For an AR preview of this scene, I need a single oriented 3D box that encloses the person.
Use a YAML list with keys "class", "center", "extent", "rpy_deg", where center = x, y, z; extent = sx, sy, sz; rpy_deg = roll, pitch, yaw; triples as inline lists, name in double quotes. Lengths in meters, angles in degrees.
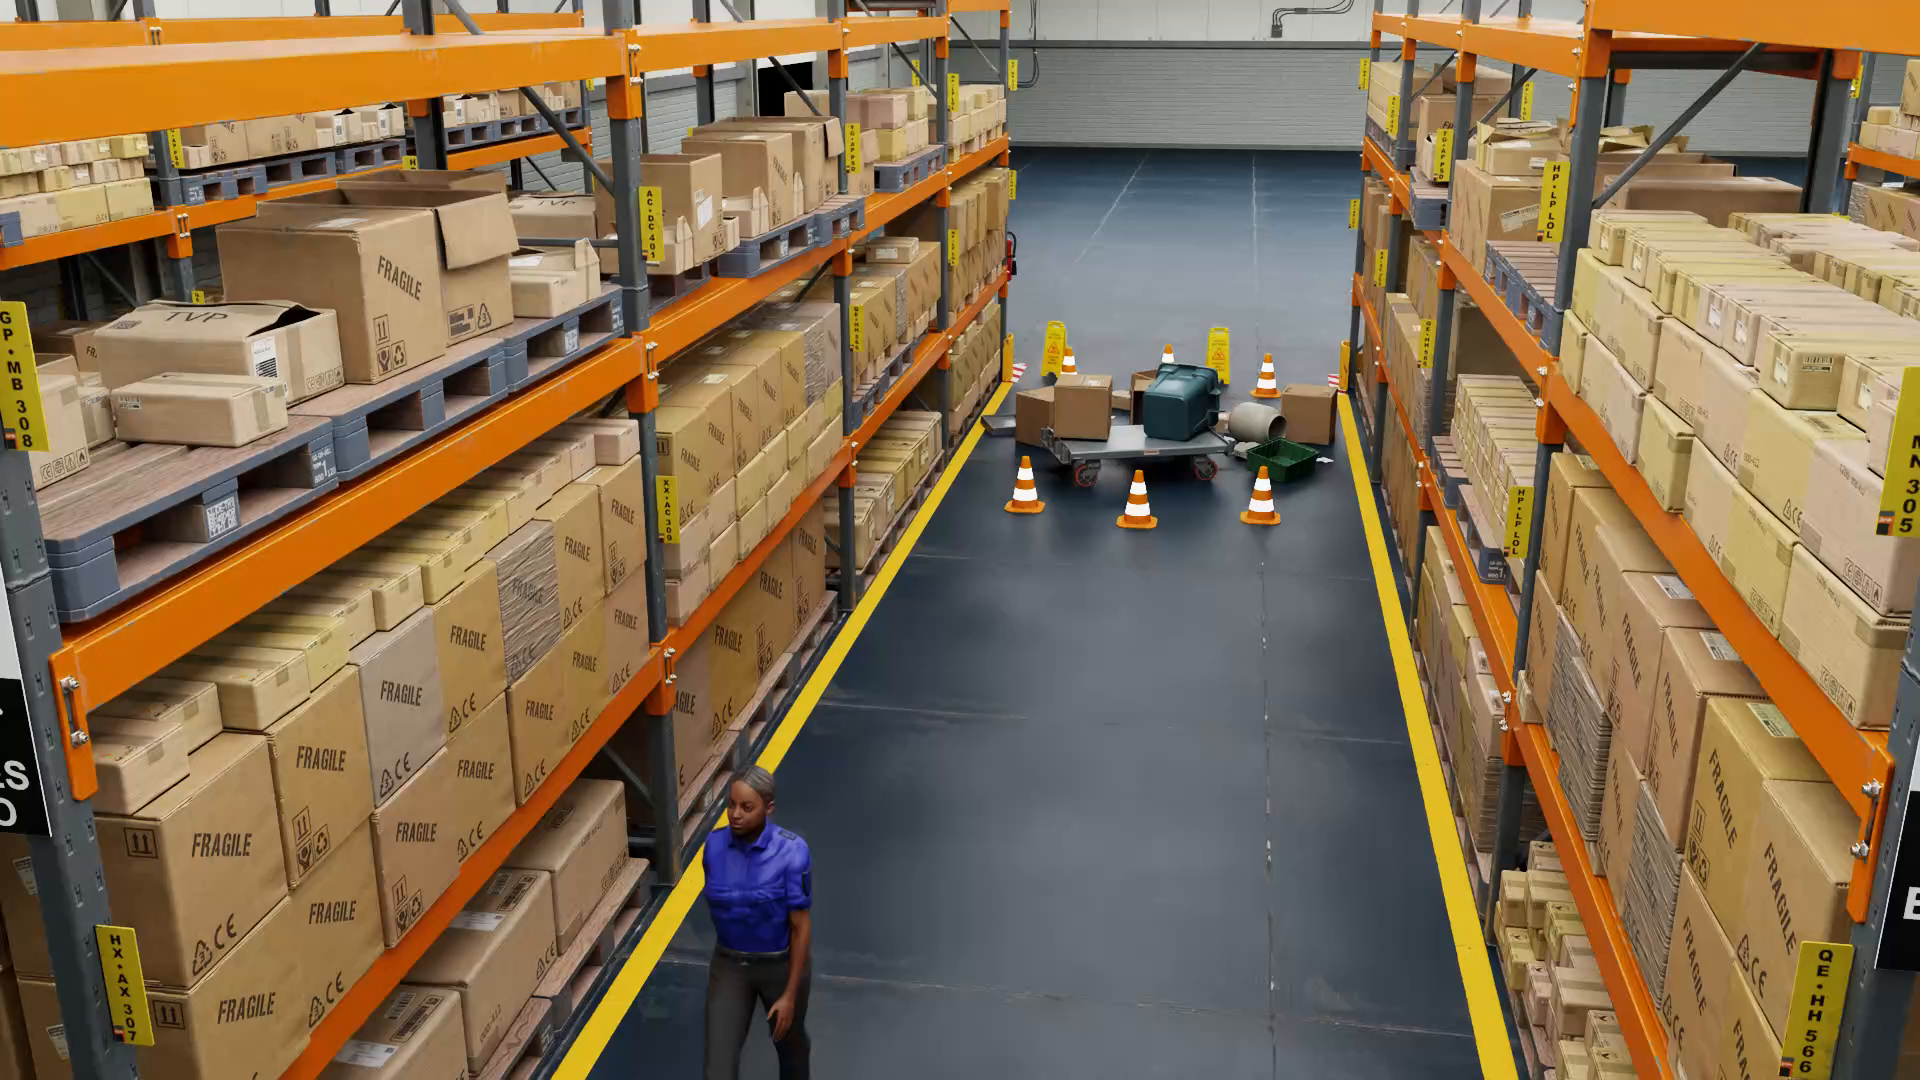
- class: "person"
  center: [-0.755, 1.614, 6.061]
  extent: [0.439, 1.610, 0.927]
  rpy_deg: [3, 18, 8]
